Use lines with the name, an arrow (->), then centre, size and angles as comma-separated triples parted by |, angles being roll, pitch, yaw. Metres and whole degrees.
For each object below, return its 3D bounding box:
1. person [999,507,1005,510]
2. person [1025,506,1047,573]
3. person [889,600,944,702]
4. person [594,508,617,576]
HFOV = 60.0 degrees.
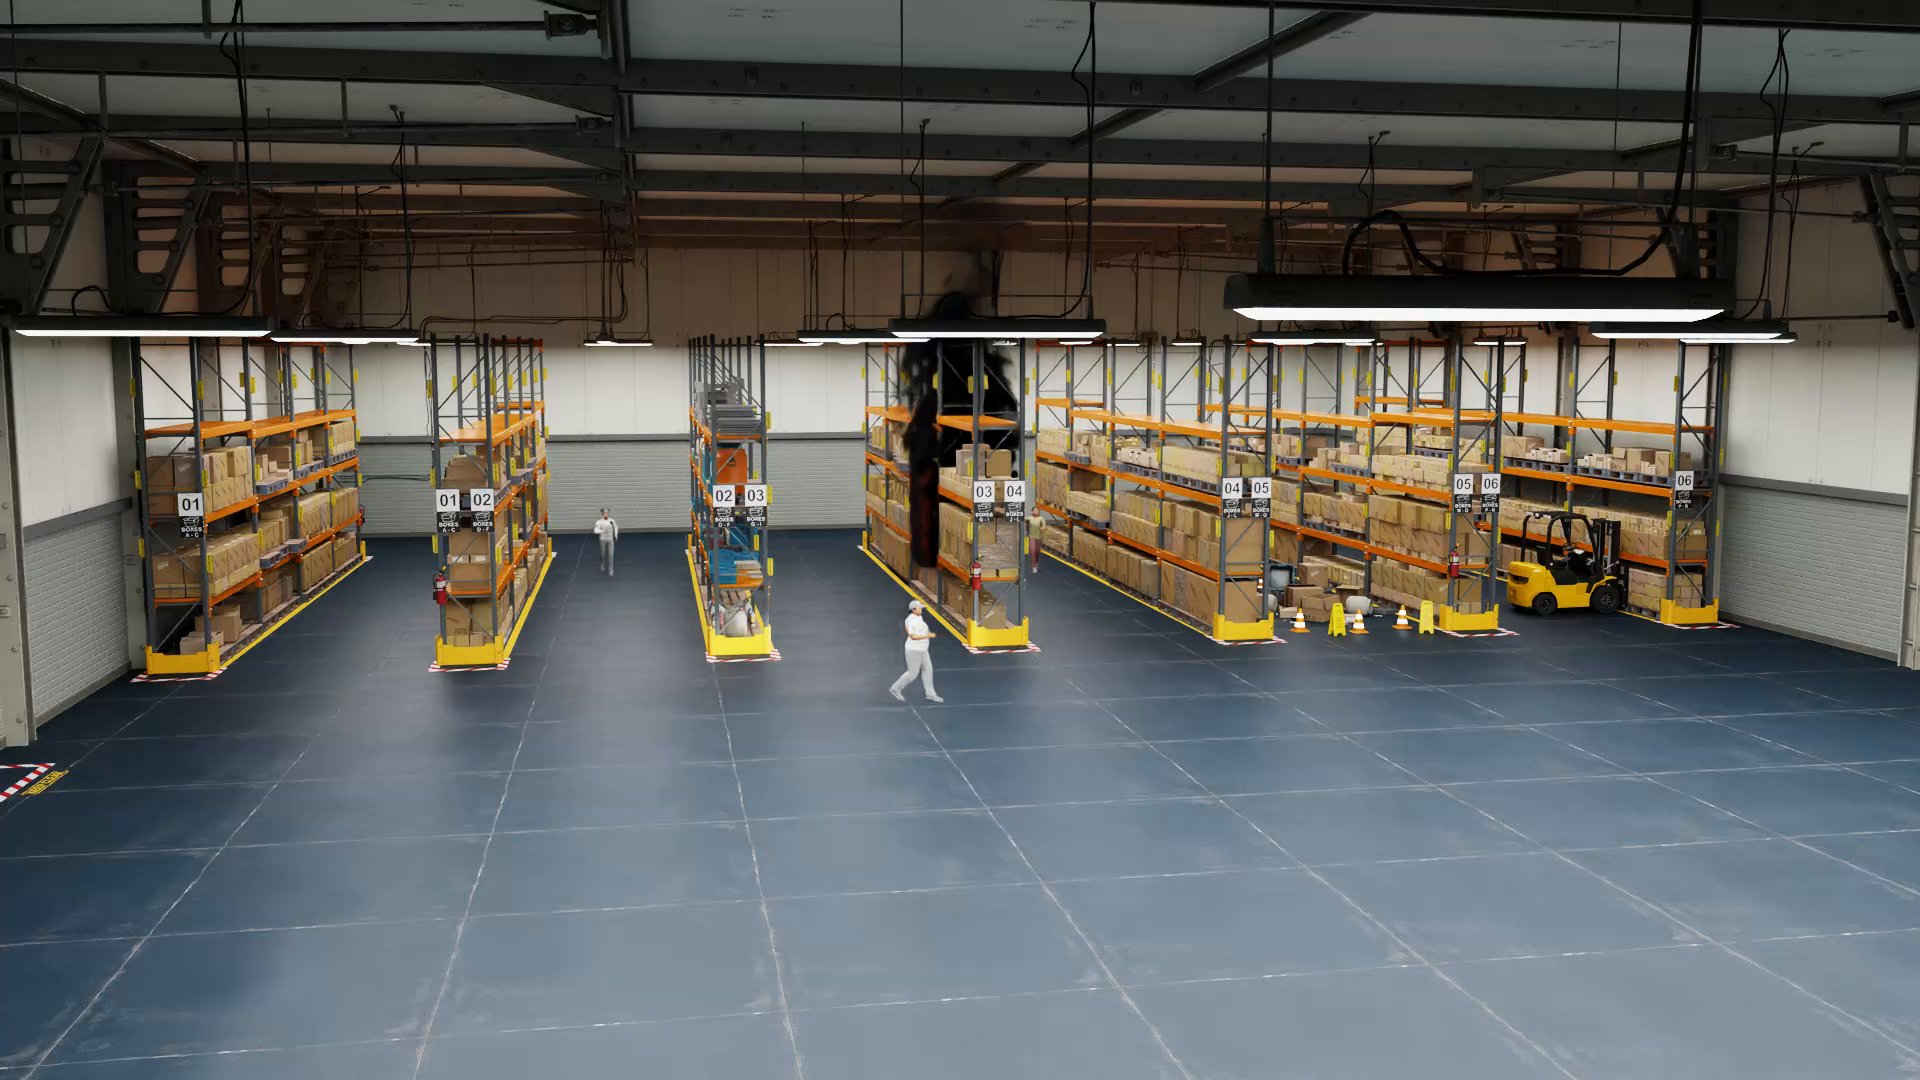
person -> 1.340, -0.433, 46.010 | 0.659, 1.799, 0.844 | 0, 7, -1
person -> 1.940, -0.041, 42.822 | 0.578, 1.660, 0.948 | -1, 7, -5
person -> -0.705, 1.796, 26.876 | 0.880, 1.661, 0.608 | 1, 7, 10
person -> -8.980, 0.021, 42.267 | 0.613, 1.686, 0.939 | -2, 7, -19
